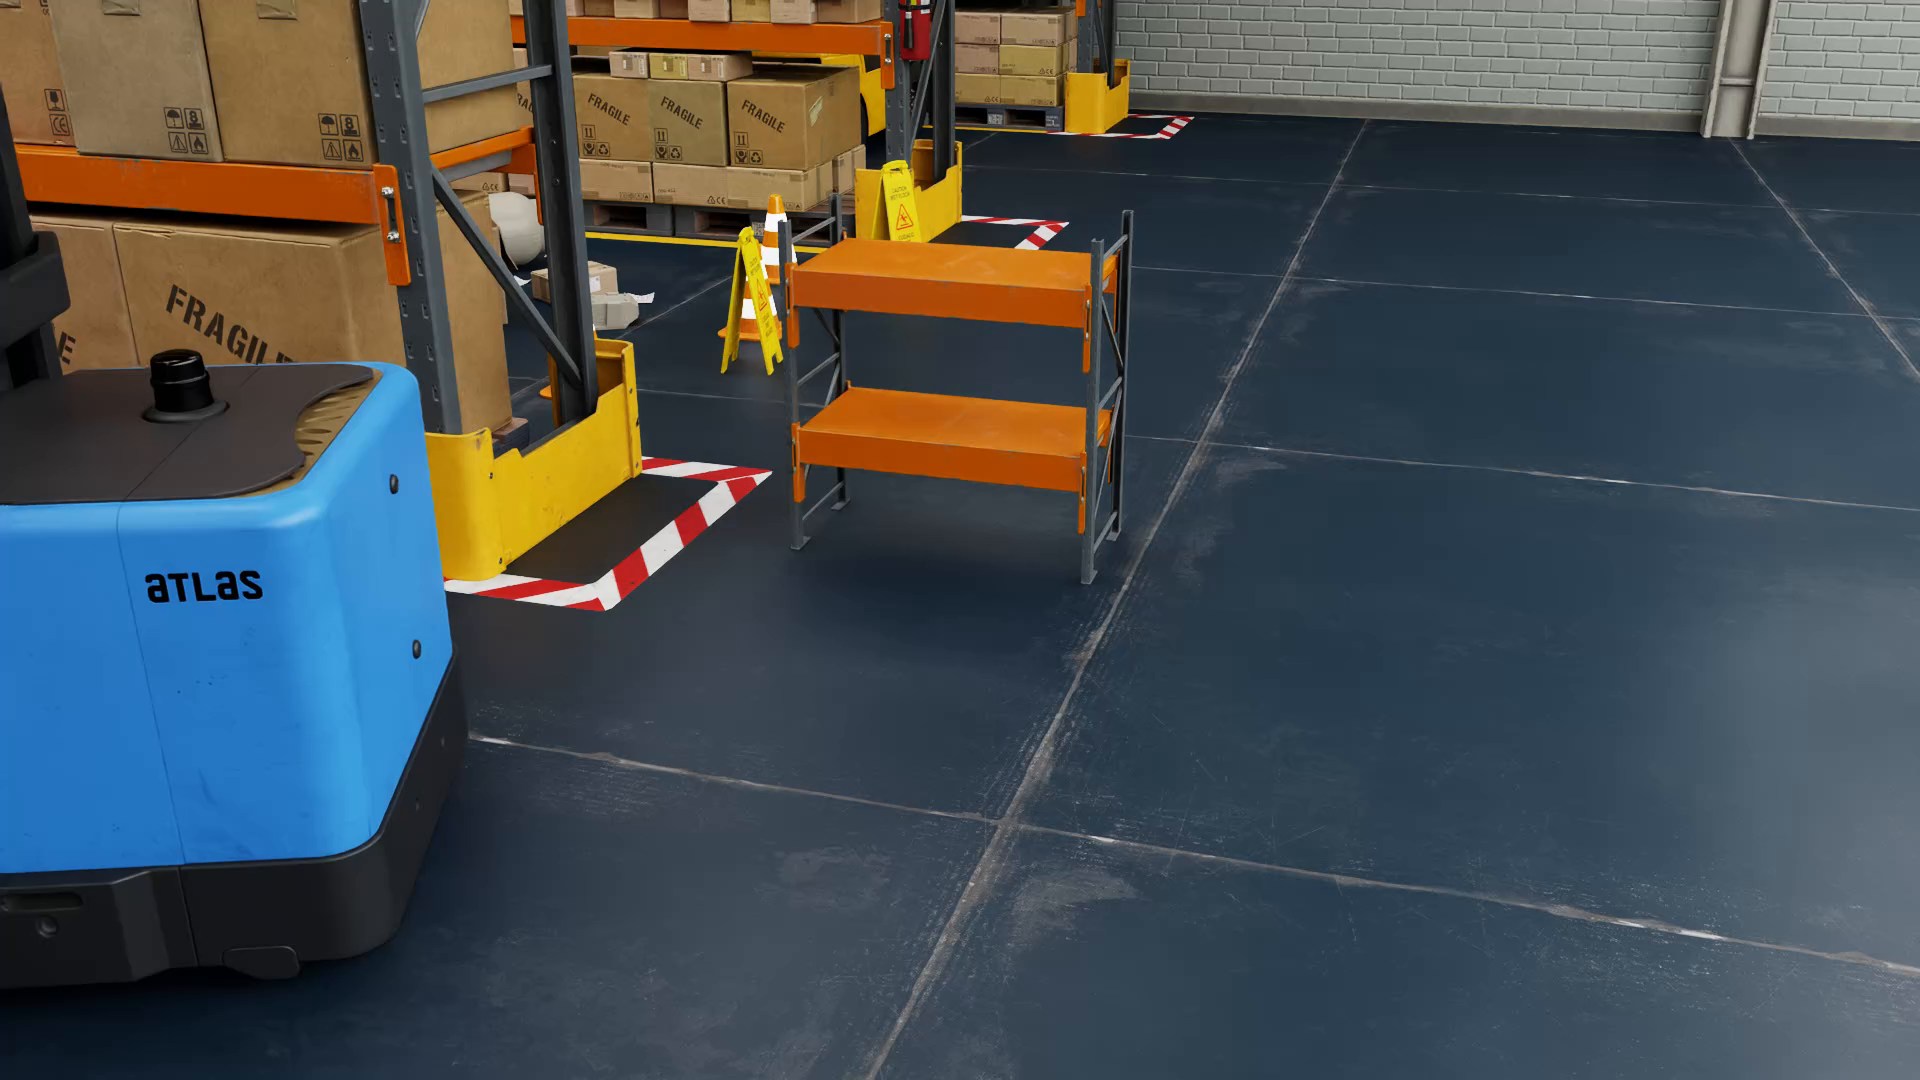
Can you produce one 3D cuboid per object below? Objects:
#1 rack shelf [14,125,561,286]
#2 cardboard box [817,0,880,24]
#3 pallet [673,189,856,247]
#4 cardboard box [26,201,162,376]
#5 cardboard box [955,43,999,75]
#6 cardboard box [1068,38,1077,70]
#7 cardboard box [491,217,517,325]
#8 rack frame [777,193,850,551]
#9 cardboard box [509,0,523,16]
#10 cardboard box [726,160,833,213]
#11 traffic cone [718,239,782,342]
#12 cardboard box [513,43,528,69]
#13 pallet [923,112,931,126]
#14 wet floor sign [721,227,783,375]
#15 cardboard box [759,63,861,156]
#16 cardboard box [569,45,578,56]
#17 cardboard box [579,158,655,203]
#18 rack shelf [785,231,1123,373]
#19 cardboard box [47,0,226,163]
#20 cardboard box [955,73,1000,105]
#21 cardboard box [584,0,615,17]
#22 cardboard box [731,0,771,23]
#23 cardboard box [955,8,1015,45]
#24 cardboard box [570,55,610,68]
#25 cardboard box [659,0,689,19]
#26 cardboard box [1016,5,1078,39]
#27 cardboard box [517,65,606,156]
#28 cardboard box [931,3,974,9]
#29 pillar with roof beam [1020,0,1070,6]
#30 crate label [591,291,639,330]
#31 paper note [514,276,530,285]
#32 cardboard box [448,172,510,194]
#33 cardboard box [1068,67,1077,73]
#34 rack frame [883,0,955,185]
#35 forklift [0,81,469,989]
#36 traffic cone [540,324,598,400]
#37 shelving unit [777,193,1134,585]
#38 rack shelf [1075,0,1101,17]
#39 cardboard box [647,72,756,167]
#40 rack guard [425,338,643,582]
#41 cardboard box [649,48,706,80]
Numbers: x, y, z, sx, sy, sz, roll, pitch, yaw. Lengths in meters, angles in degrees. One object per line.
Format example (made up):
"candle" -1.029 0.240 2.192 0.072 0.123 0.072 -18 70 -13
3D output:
"rack shelf" -3.481 -1.366 6.096 4.000 0.370 1.077 7 23 16
"cardboard box" -0.653 -3.136 9.794 0.250 0.149 0.380 7 23 17
"pallet" -1.074 -2.109 10.634 1.213 0.211 1.003 7 23 16
"cardboard box" -3.078 -0.837 6.104 0.875 0.875 0.875 6 23 15
"cardboard box" 0.164 -4.245 14.578 0.500 0.250 0.500 6 23 15
"cardboard box" 0.807 -4.373 14.890 0.500 0.250 0.500 7 23 16
"cardboard box" -2.646 -1.407 8.537 0.637 0.503 0.797 -9 24 -21
"rack frame" -0.493 -0.577 5.694 0.032 1.125 0.500 7 23 16
"cardboard box" -2.632 -3.317 10.234 0.250 0.149 0.380 7 23 16
"cardboard box" -1.108 -2.205 10.262 0.500 0.250 0.500 6 23 15
"traffic cone" -1.013 -1.253 8.216 0.334 0.463 0.336 7 23 16
"cardboard box" -2.722 -3.014 10.393 0.250 0.149 0.380 8 24 19
"pallet" -0.712 -4.006 15.258 1.213 0.211 1.003 7 23 15
"wet floor sign" -0.967 -1.107 7.617 0.232 0.644 0.267 3 22 6
"cardboard box" -0.949 -2.750 10.602 0.500 0.500 0.500 6 23 14
"cardboard box" -3.876 -4.768 16.017 0.625 0.625 0.875 6 23 15
"cardboard box" -2.081 -2.317 10.536 0.500 0.250 0.500 6 23 14
"rack shelf" -0.006 -0.792 5.447 1.000 0.278 0.538 7 23 16
"cardboard box" -2.468 -1.626 5.583 0.550 0.550 0.875 7 23 16
"cardboard box" 0.182 -4.010 14.663 0.500 0.250 0.500 7 23 15
"cardboard box" -2.111 -3.311 10.220 0.250 0.149 0.380 7 23 16
"cardboard box" -1.167 -3.160 9.851 0.250 0.149 0.380 6 23 15
"cardboard box" 0.175 -4.469 14.464 0.500 0.250 0.500 7 23 16
"cardboard box" -2.443 -2.919 11.015 0.500 0.500 0.500 8 24 18
"cardboard box" -1.627 -3.256 10.086 0.250 0.149 0.380 7 23 16
"cardboard box" 0.791 -4.599 14.782 0.500 0.250 0.500 6 23 15
"cardboard box" -2.564 -2.722 10.535 0.500 0.500 0.500 8 24 18
"cardboard box" -0.164 -4.711 15.056 0.500 0.250 0.500 6 23 15
"pillar with roof beam" -0.453 -6.708 10.266 0.400 9.000 9.100 7 23 16
"crate label" -1.783 -1.166 8.433 0.298 0.136 0.250 -5 23 -12
"paper note" -2.483 -1.438 9.251 0.142 0.019 0.148 16 27 34
"cardboard box" -3.062 -2.433 10.818 0.500 0.250 0.500 8 24 19
"cardboard box" 0.783 -4.140 14.980 0.500 0.250 0.500 7 23 16
"rack frame" -0.233 -3.289 9.836 0.127 3.000 1.000 7 23 16
"forklift" -2.750 -0.565 3.286 3.031 2.935 1.130 -2 22 -5
"traffic cone" -1.665 -0.880 7.306 0.334 0.463 0.336 7 23 16
"shelving unit" -0.006 -0.521 5.558 1.048 1.125 0.538 7 23 16
"rack shelf" -0.718 -4.979 14.905 4.000 0.370 1.077 7 23 16
"cardboard box" -1.576 -2.607 10.255 0.500 0.500 0.500 7 23 17
"rack guard" -1.543 -0.320 5.892 0.348 0.500 1.175 7 23 16
"cardboard box" -1.686 -2.896 10.104 0.250 0.149 0.380 7 23 16
